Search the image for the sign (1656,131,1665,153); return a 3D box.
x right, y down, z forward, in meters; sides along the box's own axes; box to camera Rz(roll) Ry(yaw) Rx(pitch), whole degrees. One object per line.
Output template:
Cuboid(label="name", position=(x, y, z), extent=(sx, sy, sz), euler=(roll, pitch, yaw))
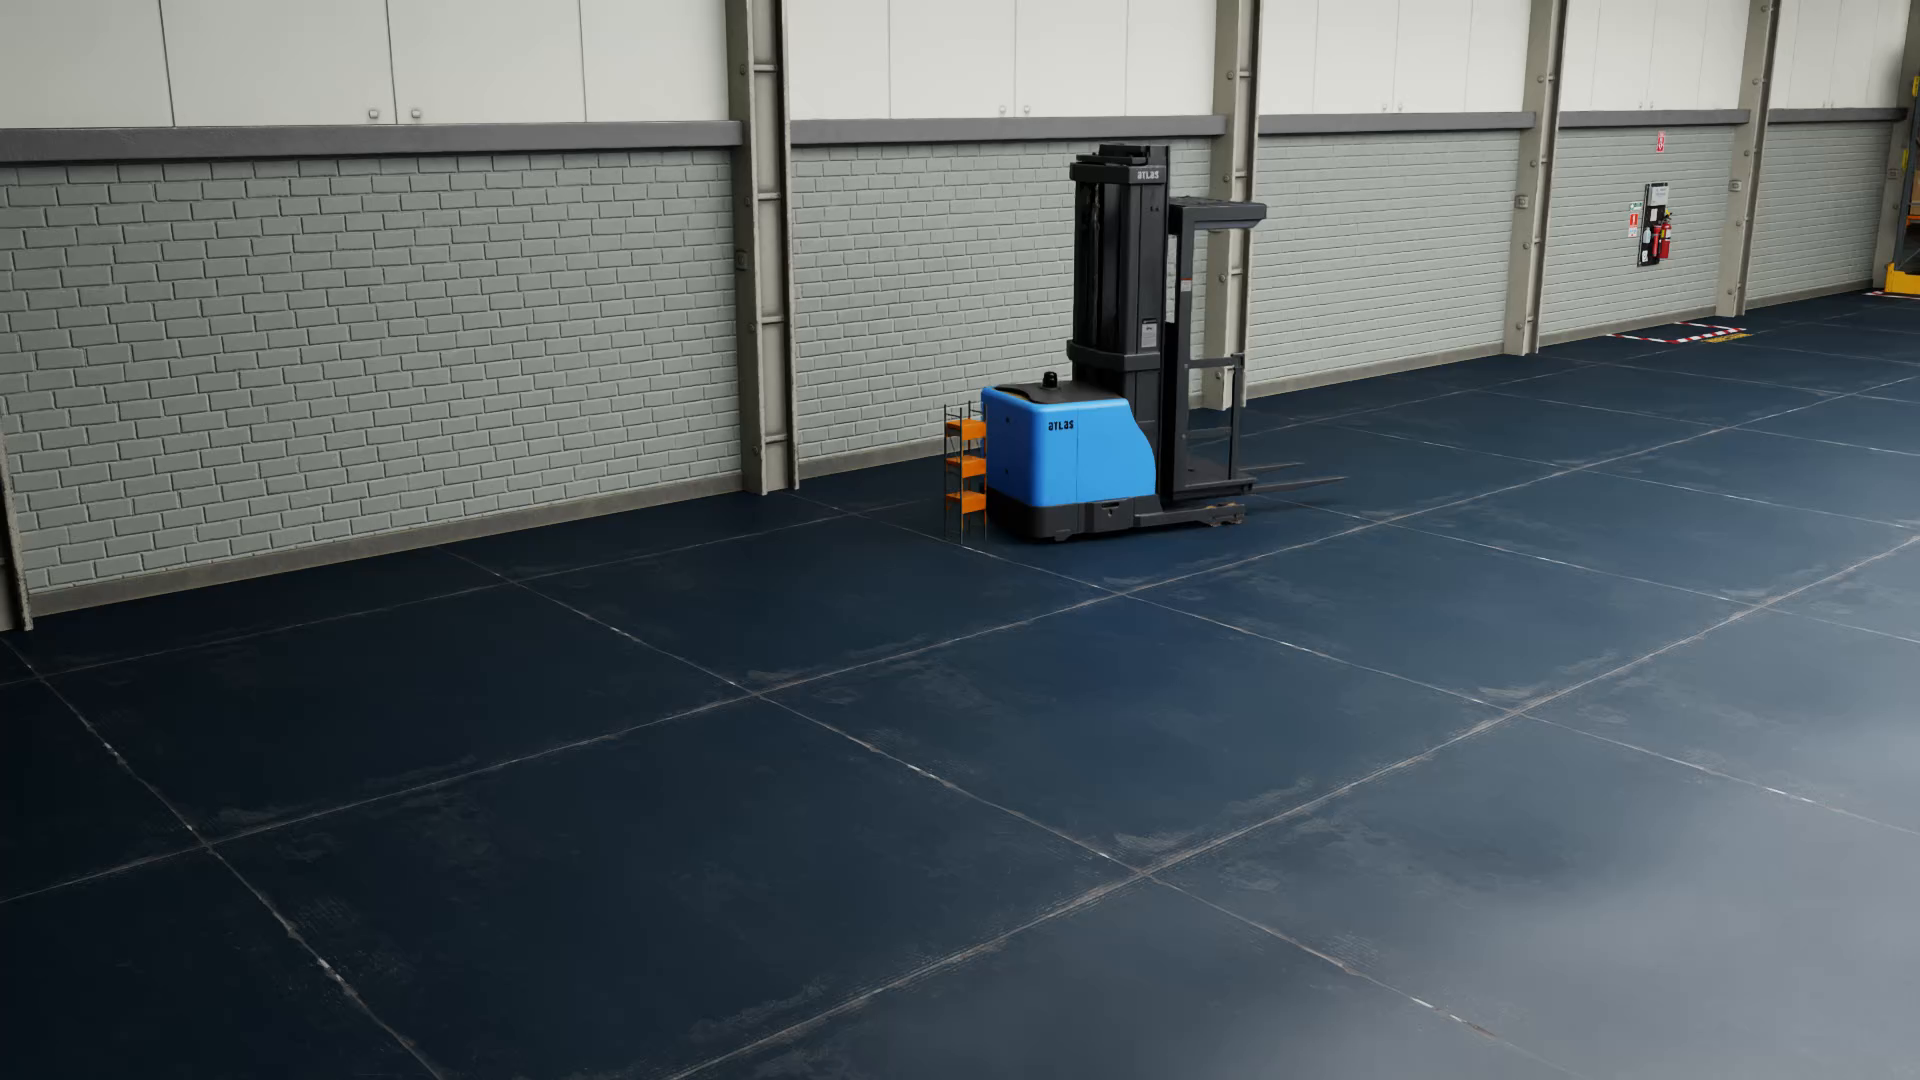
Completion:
Cuboid(label="sign", position=(9.978, -5.669, 23.669), extent=(0.199, 0.298, 0.001), euler=(-13, 19, -39))

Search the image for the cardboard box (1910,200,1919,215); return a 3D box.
Cuboid(label="cardboard box", position=(16.730, -5.726, 28.626), extent=(0.500, 0.250, 0.500), euler=(-12, 19, -39))

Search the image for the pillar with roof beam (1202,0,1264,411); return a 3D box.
Cuboid(label="pillar with roof beam", position=(5.712, -4.970, 13.918), extent=(0.400, 9.000, 9.100), euler=(-13, 19, -39))

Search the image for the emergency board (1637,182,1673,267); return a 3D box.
Cuboid(label="emergency board", position=(10.050, -4.531, 23.901), extent=(0.643, 1.169, 0.194), euler=(-13, 19, -39))

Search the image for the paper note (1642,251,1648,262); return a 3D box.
Cuboid(label="paper note", position=(9.871, -4.089, 23.953), extent=(0.142, 0.148, 0.016), euler=(-13, 19, -39))

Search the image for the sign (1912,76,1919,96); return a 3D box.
Cuboid(label="sign", position=(16.156, -7.660, 28.087), extent=(0.005, 0.325, 0.100), euler=(-13, 19, -39))

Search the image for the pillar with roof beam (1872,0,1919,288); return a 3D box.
Cuboid(label="pillar with roof beam", position=(19.291, -8.019, 25.334), extent=(0.400, 9.000, 9.100), euler=(-13, 19, -39))

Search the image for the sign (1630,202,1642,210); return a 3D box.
Cuboid(label="sign", position=(9.574, -4.730, 23.549), extent=(0.331, 0.109, 0.001), euler=(-13, 19, -39))

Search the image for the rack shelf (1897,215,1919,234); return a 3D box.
Cuboid(label="rack shelf", position=(18.014, -5.663, 29.533), extent=(4.000, 0.370, 1.077), euler=(-13, 19, -39))

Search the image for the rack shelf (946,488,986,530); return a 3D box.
Cuboid(label="rack shelf", position=(0.040, -0.238, 12.723), extent=(0.240, 0.259, 0.215), euler=(-13, 19, -39))

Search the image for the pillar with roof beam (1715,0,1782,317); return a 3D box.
Cuboid(label="pillar with roof beam", position=(14.765, -7.003, 21.529), extent=(0.400, 9.000, 9.100), euler=(-13, 19, -39))

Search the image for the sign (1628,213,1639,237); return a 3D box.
Cuboid(label="sign", position=(9.565, -4.475, 23.621), extent=(0.234, 0.329, 0.001), euler=(-13, 19, -39))

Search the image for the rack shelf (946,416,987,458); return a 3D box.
Cuboid(label="rack shelf", position=(0.040, -0.780, 12.578), extent=(0.240, 0.259, 0.215), euler=(-13, 19, -39))

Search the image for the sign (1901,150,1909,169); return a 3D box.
Cuboid(label="sign", position=(16.156, -6.495, 28.398), extent=(0.005, 0.325, 0.100), euler=(-13, 19, -39))

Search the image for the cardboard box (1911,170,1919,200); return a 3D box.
Cuboid(label="cardboard box", position=(16.721, -6.093, 28.545), extent=(0.500, 0.500, 0.500), euler=(-13, 20, -40))

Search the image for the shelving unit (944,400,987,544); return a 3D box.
Cuboid(label="shelving unit", position=(0.040, -0.516, 12.648), extent=(0.252, 1.050, 0.215), euler=(-13, 19, -39))

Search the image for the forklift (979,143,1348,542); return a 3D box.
Cuboid(label="forklift", position=(1.711, -1.637, 13.200), extent=(3.031, 2.935, 1.130), euler=(-7, 16, -24))

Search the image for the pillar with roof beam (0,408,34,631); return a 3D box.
Cuboid(label="pillar with roof beam", position=(-3.340, -2.937, 6.308), extent=(0.400, 9.000, 9.100), euler=(-13, 19, -39))

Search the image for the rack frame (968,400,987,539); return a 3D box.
Cuboid(label="rack frame", position=(0.132, -0.537, 12.726), extent=(0.008, 1.050, 0.200), euler=(-13, 19, -39))

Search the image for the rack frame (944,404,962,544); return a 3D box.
Cuboid(label="rack frame", position=(-0.052, -0.496, 12.571), extent=(0.008, 1.050, 0.200), euler=(-13, 19, -39))

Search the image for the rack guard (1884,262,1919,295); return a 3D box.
Cuboid(label="rack guard", position=(16.562, -4.477, 28.542), extent=(0.348, 0.500, 1.175), euler=(-13, 19, -39))

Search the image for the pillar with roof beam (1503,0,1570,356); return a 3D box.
Cuboid(label="pillar with roof beam", position=(10.239, -5.986, 17.723), extent=(0.400, 9.000, 9.100), euler=(-13, 19, -39))

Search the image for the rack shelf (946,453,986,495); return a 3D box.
Cuboid(label="rack shelf", position=(0.040, -0.506, 12.651), extent=(0.240, 0.259, 0.215), euler=(-13, 19, -39))

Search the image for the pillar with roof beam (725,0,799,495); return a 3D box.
Cuboid(label="pillar with roof beam", position=(1.186, -3.953, 10.113), extent=(0.400, 9.000, 9.100), euler=(-13, 19, -39))

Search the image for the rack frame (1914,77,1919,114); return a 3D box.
Cuboid(label="rack frame", position=(16.505, -8.570, 27.397), extent=(0.127, 3.000, 1.000), euler=(-13, 19, -39))

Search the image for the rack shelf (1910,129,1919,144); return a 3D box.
Cuboid(label="rack shelf", position=(18.014, -7.112, 29.145), extent=(4.000, 0.370, 1.077), euler=(-13, 19, -39))

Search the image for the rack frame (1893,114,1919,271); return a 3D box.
Cuboid(label="rack frame", position=(16.505, -5.672, 28.171), extent=(0.127, 3.000, 1.000), euler=(-13, 19, -39))
